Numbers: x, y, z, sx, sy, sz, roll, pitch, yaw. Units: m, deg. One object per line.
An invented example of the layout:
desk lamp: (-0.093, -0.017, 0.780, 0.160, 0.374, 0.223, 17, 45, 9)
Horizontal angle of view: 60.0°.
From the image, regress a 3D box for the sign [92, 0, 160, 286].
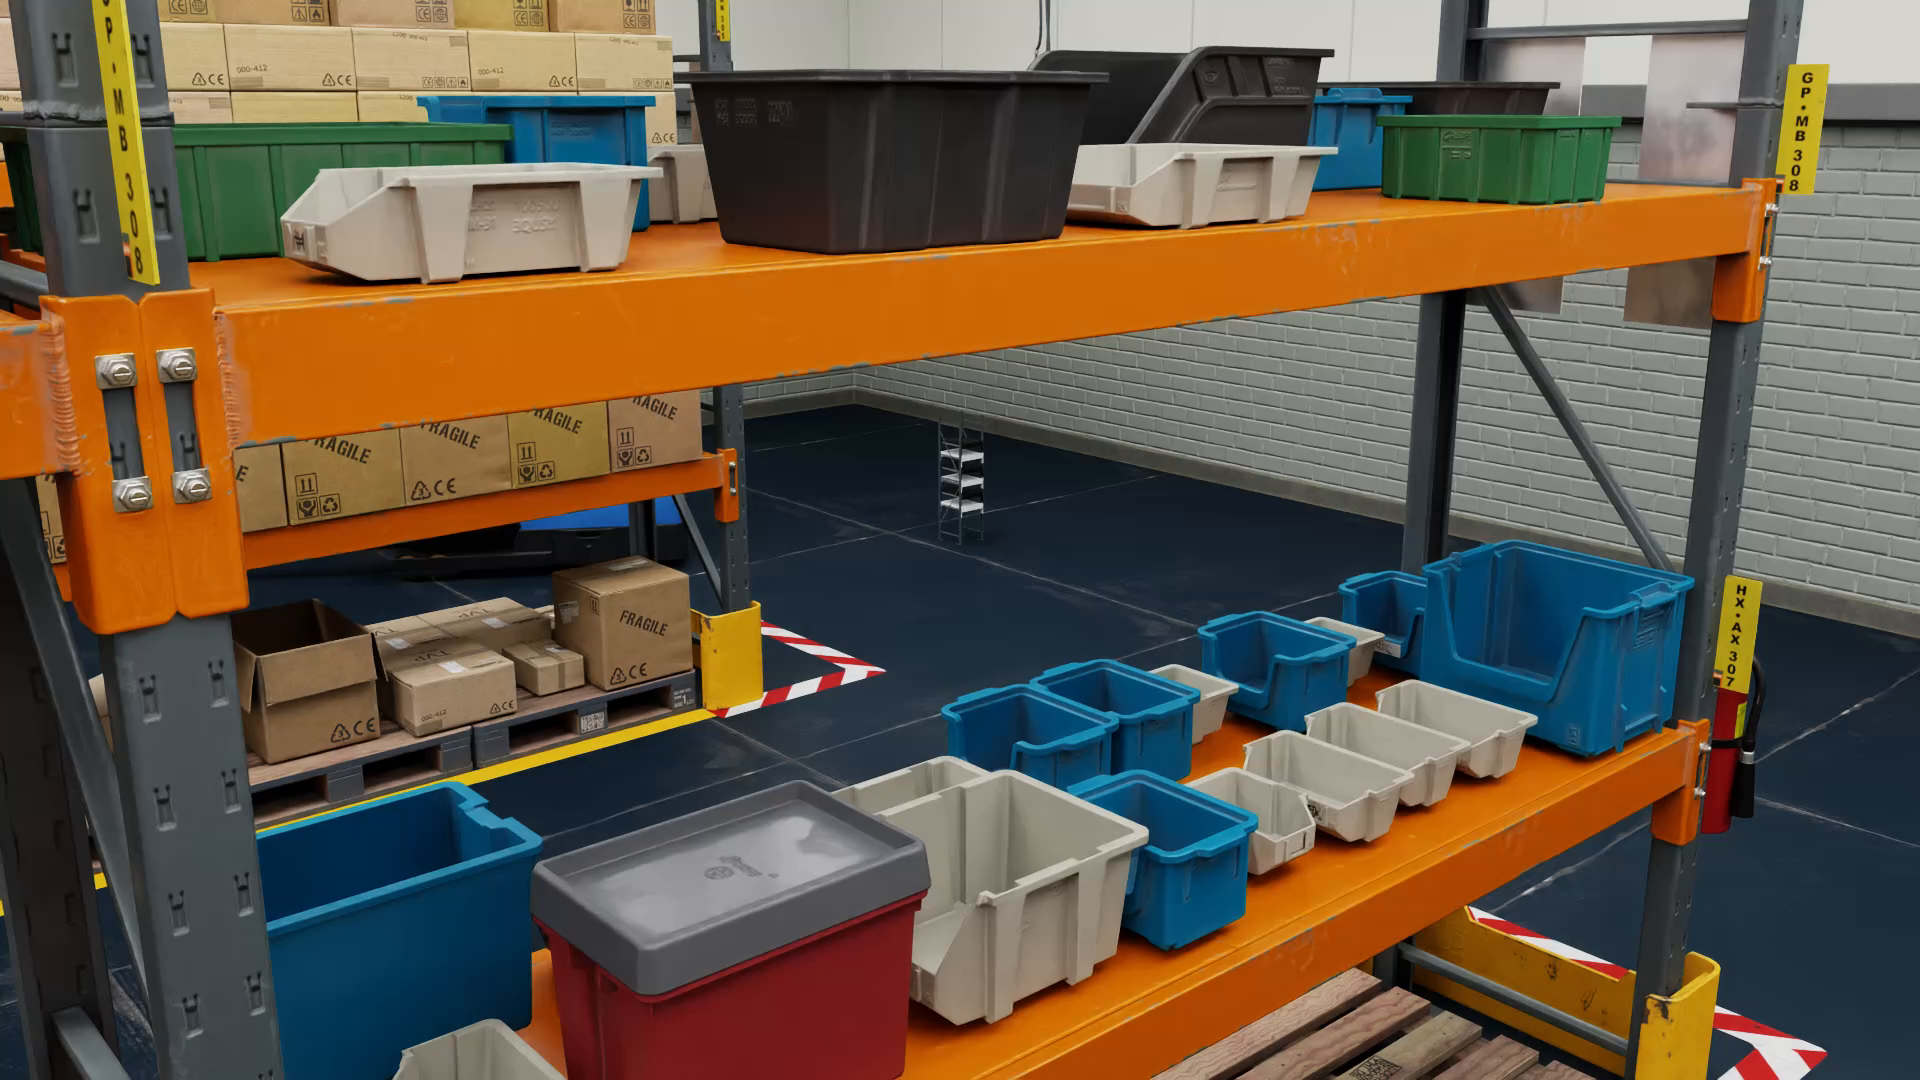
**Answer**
sign: (-0.865, -0.431, 1.720, 0.005, 0.325, 0.100, -13, 19, -39)

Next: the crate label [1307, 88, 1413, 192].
crate label: (0.885, -1.046, 4.329, 0.502, 0.251, 0.408, -13, 19, -39)

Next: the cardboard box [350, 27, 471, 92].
cardboard box: (-2.433, -2.040, 7.084, 0.500, 0.250, 0.500, -13, 19, -39)

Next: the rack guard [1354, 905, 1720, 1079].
rack guard: (1.802, 1.439, 5.394, 0.348, 0.500, 1.175, -13, 19, -39)

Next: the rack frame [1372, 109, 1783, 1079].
rack frame: (1.793, 0.238, 5.047, 0.127, 3.000, 1.000, -13, 19, -39)

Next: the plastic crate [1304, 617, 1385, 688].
plastic crate: (1.094, 0.352, 5.013, 0.298, 0.136, 0.250, -13, 19, -39)

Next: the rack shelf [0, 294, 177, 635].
rack shelf: (-2.733, 0.153, 0.947, 4.000, 0.370, 1.077, -13, 19, -39)

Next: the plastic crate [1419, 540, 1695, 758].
plastic crate: (1.663, 0.285, 4.686, 0.499, 0.435, 0.616, -13, 19, -39)

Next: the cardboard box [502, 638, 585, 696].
cardboard box: (-2.069, 0.620, 8.253, 0.250, 0.166, 0.380, -13, 19, -39)

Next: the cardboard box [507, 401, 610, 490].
cardboard box: (-2.004, -0.558, 7.832, 0.500, 0.500, 0.500, -12, 19, -39)

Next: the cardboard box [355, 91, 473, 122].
cardboard box: (-2.423, -1.796, 7.138, 0.500, 0.250, 0.500, -13, 19, -39)

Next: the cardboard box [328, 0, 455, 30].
cardboard box: (-2.572, -2.444, 7.142, 0.500, 0.500, 0.700, -13, 19, -39)

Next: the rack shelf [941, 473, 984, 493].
rack shelf: (0.006, -0.404, 11.648, 0.200, 0.077, 0.258, -13, 19, -39)

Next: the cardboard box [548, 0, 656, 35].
cardboard box: (-1.833, -2.617, 7.793, 0.500, 0.500, 0.700, -13, 19, -39)

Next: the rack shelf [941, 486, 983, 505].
rack shelf: (0.006, -0.317, 11.671, 0.200, 0.077, 0.258, -13, 19, -39)

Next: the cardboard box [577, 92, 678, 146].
cardboard box: (-1.670, -1.965, 7.774, 0.500, 0.250, 0.500, -13, 19, -39)

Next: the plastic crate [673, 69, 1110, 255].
plastic crate: (-0.108, -0.628, 2.728, 0.590, 0.269, 0.497, -13, 19, -39)

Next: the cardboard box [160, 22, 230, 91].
cardboard box: (-3.183, -1.869, 6.445, 0.500, 0.250, 0.500, -13, 19, -39)

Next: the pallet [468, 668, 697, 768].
pallet: (-2.114, 0.768, 8.465, 1.213, 0.211, 1.003, -13, 19, -39)

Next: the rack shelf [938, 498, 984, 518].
rack shelf: (0.006, -0.230, 11.694, 0.200, 0.077, 0.258, -13, 19, -39)

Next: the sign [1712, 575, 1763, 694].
sign: (2.166, 0.263, 4.635, 0.005, 0.325, 0.100, -13, 19, -39)

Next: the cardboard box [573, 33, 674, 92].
cardboard box: (-1.676, -2.209, 7.715, 0.500, 0.250, 0.500, -13, 19, -39)

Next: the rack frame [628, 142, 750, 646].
rack frame: (-1.456, -0.727, 8.659, 0.127, 3.000, 1.000, -13, 19, -39)

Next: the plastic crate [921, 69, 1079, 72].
plastic crate: (-0.082, -0.839, 3.494, 0.530, 0.282, 0.437, -13, 19, -39)

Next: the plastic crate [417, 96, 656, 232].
plastic crate: (-0.747, -0.669, 2.955, 0.300, 0.233, 0.416, -13, 19, -39)

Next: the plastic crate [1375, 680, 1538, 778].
plastic crate: (1.296, 0.510, 4.424, 0.243, 0.136, 0.396, -13, 19, -39)

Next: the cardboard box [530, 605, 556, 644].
cardboard box: (-2.186, 0.476, 8.795, 0.250, 0.166, 0.380, -13, 19, -39)

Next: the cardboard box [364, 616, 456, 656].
cardboard box: (-2.807, 0.595, 8.185, 0.500, 0.250, 0.500, -13, 19, -39)

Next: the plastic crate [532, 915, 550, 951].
plastic crate: (-0.557, 0.778, 3.443, 0.590, 0.125, 0.437, -13, 19, -39)

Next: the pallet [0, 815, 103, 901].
pallet: (-3.955, 1.182, 6.917, 1.213, 0.211, 1.003, -13, 19, -39)

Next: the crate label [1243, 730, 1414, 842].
crate label: (0.874, 0.608, 4.056, 0.243, 0.136, 0.396, -13, 19, -39)

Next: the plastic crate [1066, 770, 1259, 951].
plastic crate: (0.412, 0.688, 3.571, 0.300, 0.233, 0.416, -13, 19, -39)

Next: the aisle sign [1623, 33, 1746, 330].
aisle sign: (2.039, -0.973, 4.543, 0.004, 0.787, 0.394, -13, 19, -39)

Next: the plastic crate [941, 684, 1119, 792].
plastic crate: (0.171, 0.541, 4.119, 0.300, 0.233, 0.416, -13, 19, -39)

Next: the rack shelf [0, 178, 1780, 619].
rack shelf: (0.284, -0.525, 3.484, 4.000, 0.370, 1.077, -13, 19, -39)

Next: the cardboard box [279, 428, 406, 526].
cardboard box: (-2.764, -0.389, 7.201, 0.500, 0.500, 0.500, -13, 20, -40)

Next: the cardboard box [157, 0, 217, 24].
cardboard box: (-3.288, -2.263, 6.465, 0.500, 0.500, 0.700, -13, 19, -39)

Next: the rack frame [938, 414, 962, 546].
rack frame: (-0.071, -0.419, 11.575, 0.006, 0.900, 0.240, -13, 19, -39)

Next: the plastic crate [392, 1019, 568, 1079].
plastic crate: (-0.780, 0.963, 2.727, 0.243, 0.136, 0.396, -13, 19, -39)

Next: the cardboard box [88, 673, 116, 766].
cardboard box: (-3.664, 0.758, 7.456, 0.500, 0.311, 0.500, -13, 19, -39)

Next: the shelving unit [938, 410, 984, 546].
shelving unit: (0.006, -0.436, 11.639, 0.210, 0.900, 0.258, -13, 19, -39)

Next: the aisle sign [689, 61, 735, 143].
aisle sign: (-1.203, -1.935, 8.144, 0.004, 0.787, 0.394, -13, 19, -39)

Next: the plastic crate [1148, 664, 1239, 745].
plastic crate: (0.582, 0.467, 4.583, 0.298, 0.136, 0.250, -13, 19, -39)

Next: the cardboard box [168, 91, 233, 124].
cardboard box: (-3.186, -1.629, 6.513, 0.500, 0.250, 0.500, -13, 19, -39)

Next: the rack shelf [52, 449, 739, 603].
rack shelf: (-2.965, -0.041, 7.484, 4.000, 0.370, 1.077, -13, 19, -39)

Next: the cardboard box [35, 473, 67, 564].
cardboard box: (-3.526, -0.218, 6.561, 0.500, 0.500, 0.500, -12, 19, -38)

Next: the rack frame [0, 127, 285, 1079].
rack frame: (-1.225, 0.916, 2.510, 0.127, 3.000, 1.000, -13, 19, -39)

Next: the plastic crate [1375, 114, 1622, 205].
plastic crate: (1.236, -0.886, 3.853, 0.336, 0.188, 0.450, -13, 19, -39)

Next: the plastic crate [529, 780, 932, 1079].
plastic crate: (-0.387, 0.753, 2.877, 0.583, 0.464, 0.402, -13, 19, -39)

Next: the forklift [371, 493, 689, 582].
forklift: (-3.372, -1.292, 10.909, 3.031, 2.935, 1.130, -2, 15, -8)
